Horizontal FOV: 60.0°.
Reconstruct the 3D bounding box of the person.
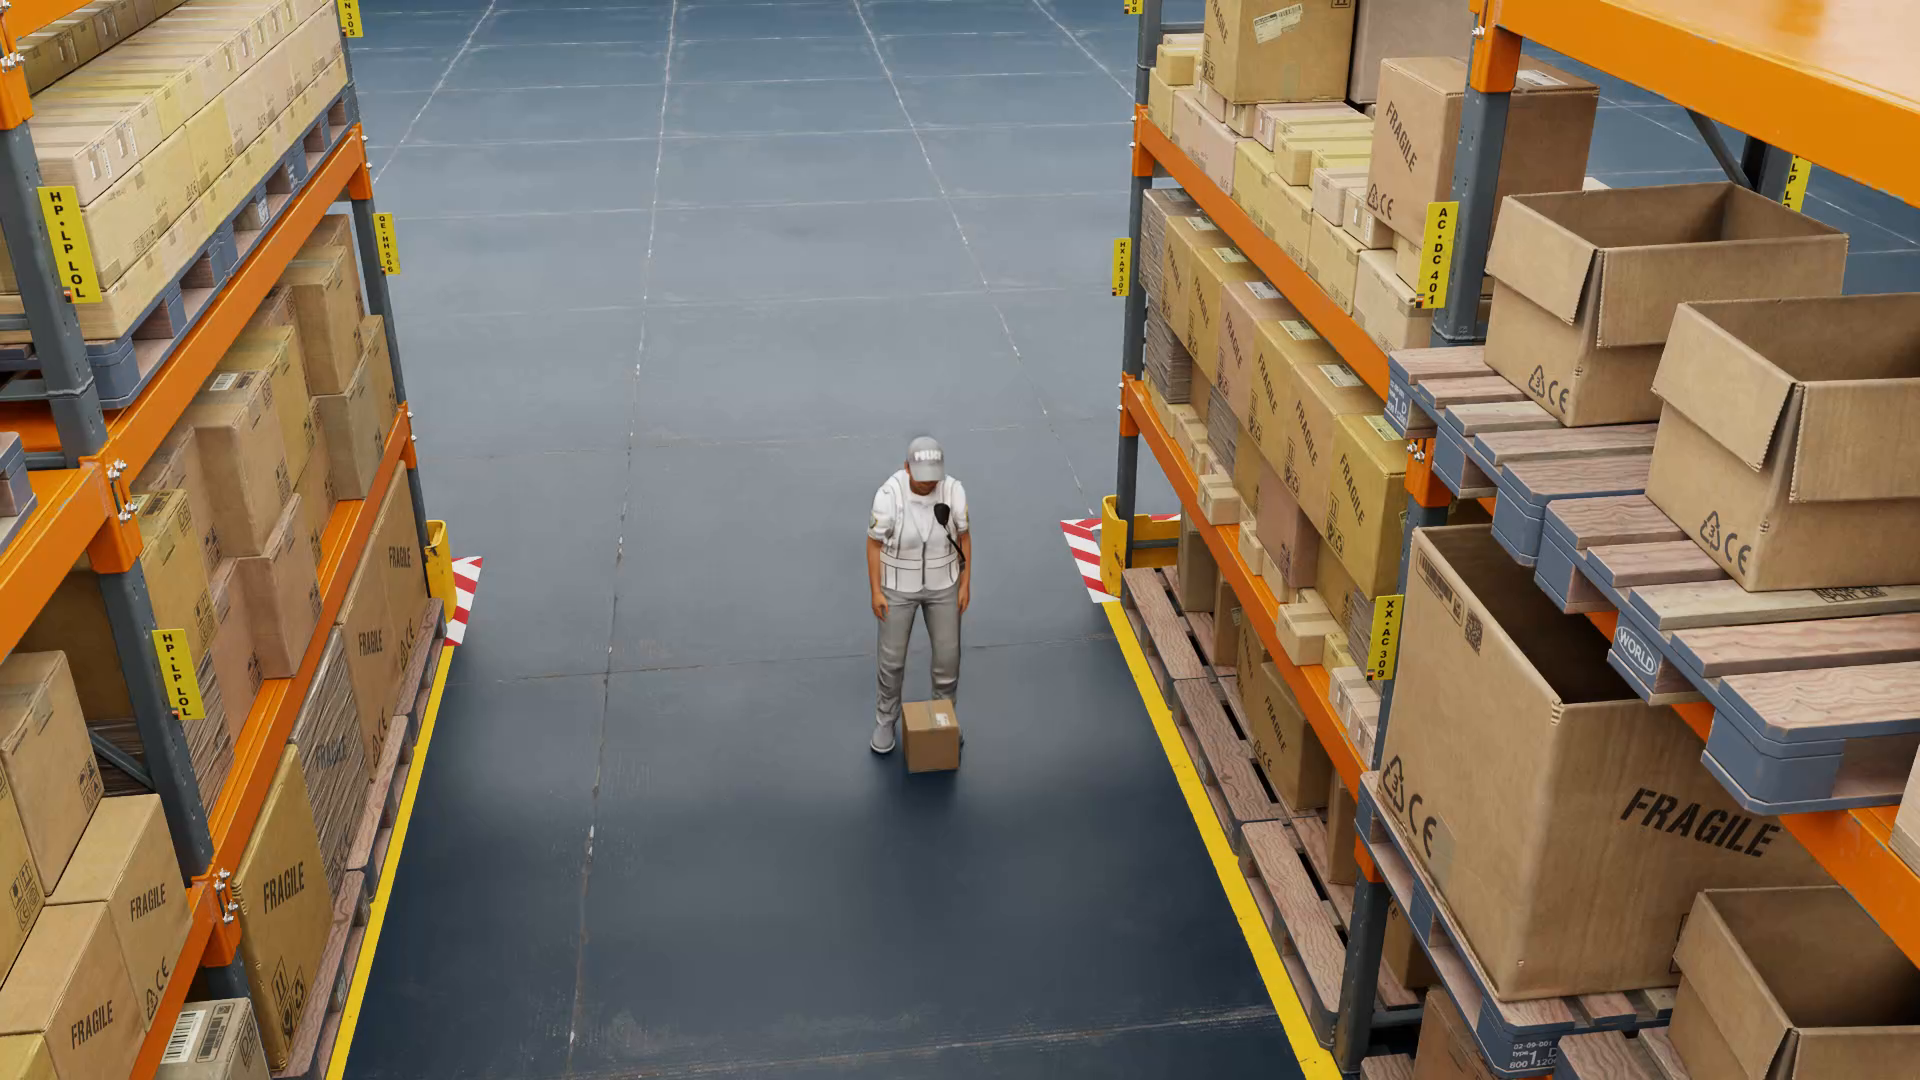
[{"bbox_3d":[-0.201,0.247,8.132,0.538,1.666,0.461,-5,28,-9],"label":"person"}]
